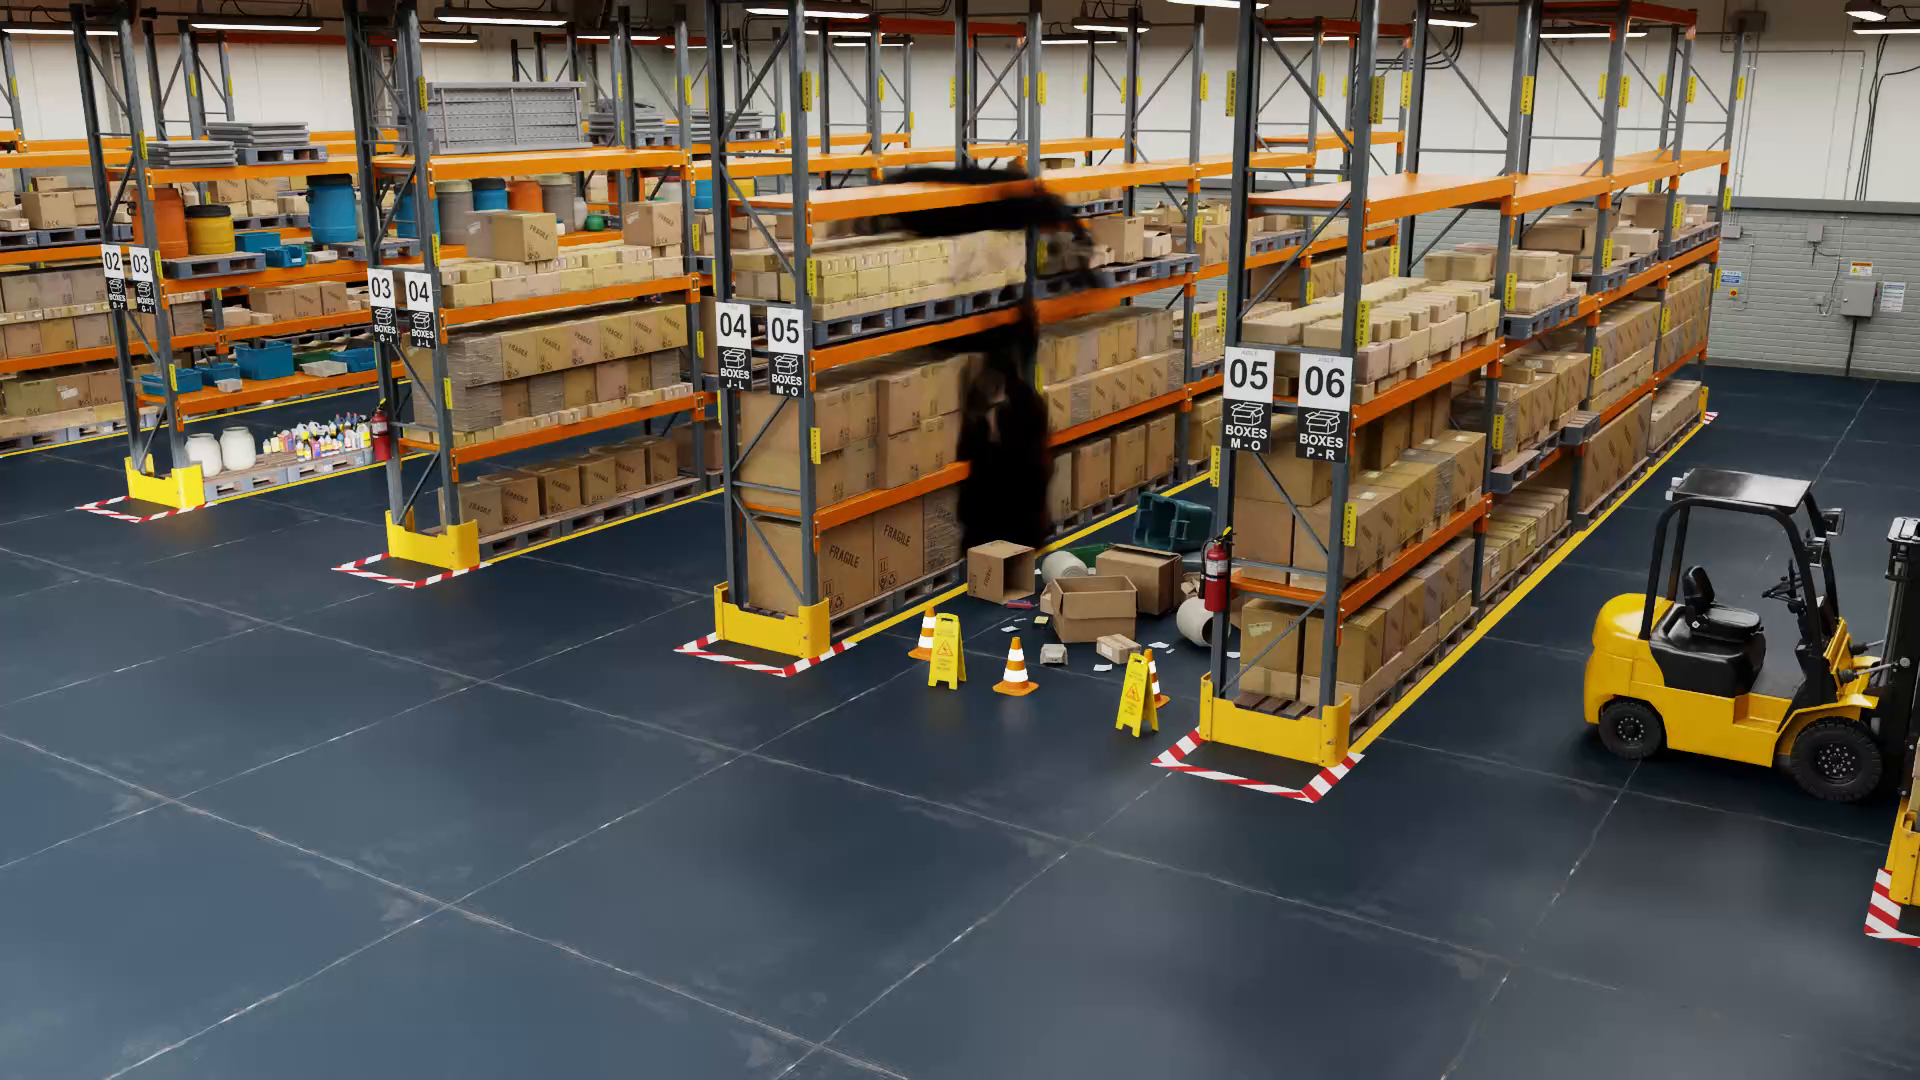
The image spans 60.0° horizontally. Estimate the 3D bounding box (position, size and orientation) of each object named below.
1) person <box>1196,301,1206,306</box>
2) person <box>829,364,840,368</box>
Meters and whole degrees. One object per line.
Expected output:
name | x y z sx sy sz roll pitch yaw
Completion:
person | 3.971 -3.089 27.299 0.576 1.663 0.828 12 20 38
person | -1.456 -1.296 19.750 0.623 1.674 0.540 6 17 20
